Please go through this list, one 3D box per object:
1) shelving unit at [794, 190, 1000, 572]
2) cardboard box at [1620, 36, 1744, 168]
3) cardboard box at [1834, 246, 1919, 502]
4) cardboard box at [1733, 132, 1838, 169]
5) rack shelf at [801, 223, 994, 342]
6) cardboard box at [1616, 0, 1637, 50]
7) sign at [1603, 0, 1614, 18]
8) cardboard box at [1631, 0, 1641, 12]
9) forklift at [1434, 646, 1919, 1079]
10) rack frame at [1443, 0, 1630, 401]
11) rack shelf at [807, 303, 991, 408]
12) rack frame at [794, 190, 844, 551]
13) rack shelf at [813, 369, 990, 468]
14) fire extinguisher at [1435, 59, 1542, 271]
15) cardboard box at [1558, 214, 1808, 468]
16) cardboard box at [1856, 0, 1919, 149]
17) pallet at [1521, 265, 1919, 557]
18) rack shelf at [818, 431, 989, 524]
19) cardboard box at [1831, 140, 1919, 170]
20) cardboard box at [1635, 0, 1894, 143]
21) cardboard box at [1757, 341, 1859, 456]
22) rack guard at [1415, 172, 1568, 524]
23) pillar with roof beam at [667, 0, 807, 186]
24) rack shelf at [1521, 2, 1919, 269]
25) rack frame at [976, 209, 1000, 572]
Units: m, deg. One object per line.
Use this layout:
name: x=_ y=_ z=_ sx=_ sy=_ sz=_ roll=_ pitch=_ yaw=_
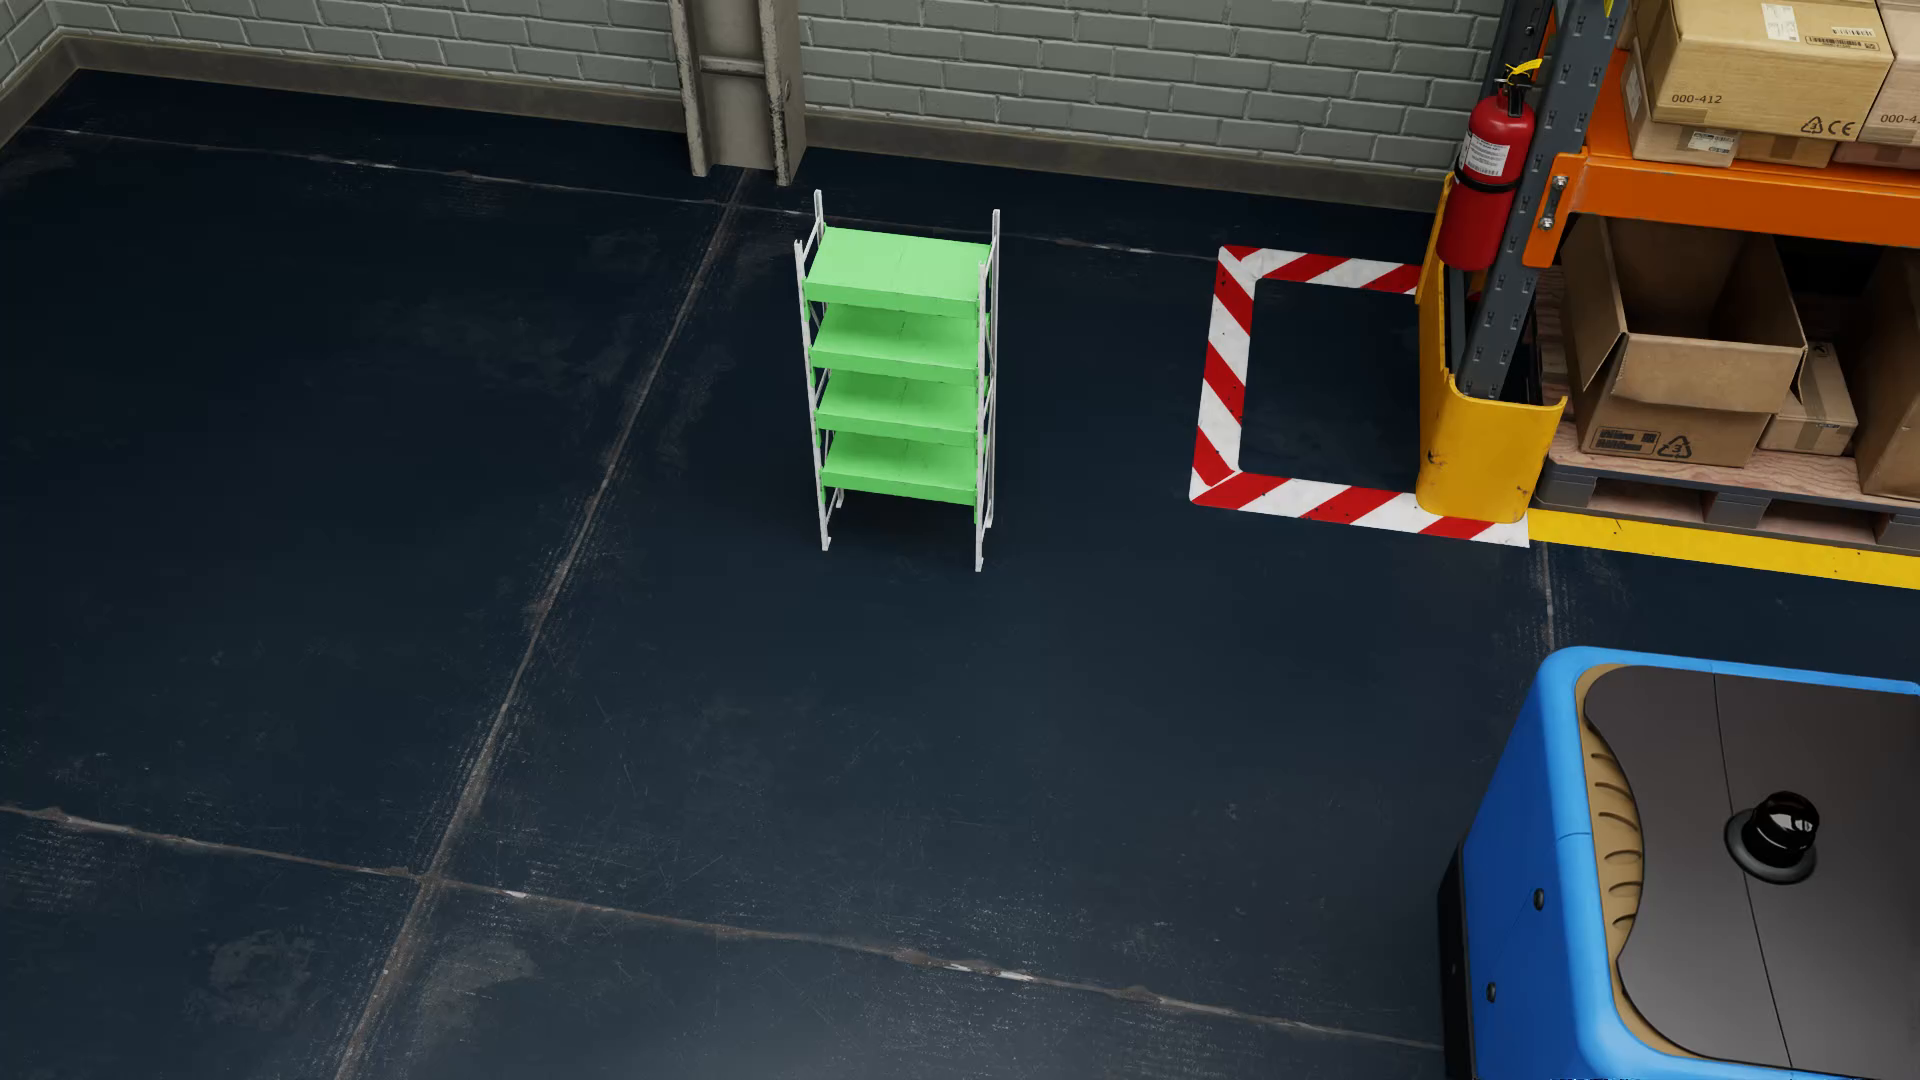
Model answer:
shelving unit: x=-0.163 y=-0.423 z=4.823 sx=0.503 sy=1.200 sz=0.258 roll=8 pitch=49 yaw=7
cardboard box: x=1.935 y=-1.179 z=4.461 sx=0.250 sy=0.149 sz=0.380 roll=7 pitch=48 yaw=7
cardboard box: x=3.080 y=-0.520 z=5.099 sx=0.500 sy=0.500 sz=0.700 roll=9 pitch=49 yaw=8
cardboard box: x=2.194 y=-1.179 z=4.461 sx=0.250 sy=0.149 sz=0.380 roll=9 pitch=49 yaw=8
rack shelf: x=-0.163 y=-0.701 z=4.514 sx=0.480 sy=0.148 sz=0.258 roll=8 pitch=49 yaw=7
cardboard box: x=2.034 y=-1.575 z=4.818 sx=0.250 sy=0.149 sz=0.380 roll=7 pitch=48 yaw=6
sign: x=1.564 y=-1.399 z=3.908 sx=0.005 sy=0.325 sz=0.100 roll=8 pitch=49 yaw=7
cardboard box: x=2.160 y=-1.690 z=4.652 sx=0.500 sy=0.250 sz=0.500 roll=9 pitch=49 yaw=8
forklift: x=2.668 y=0.472 z=2.855 sx=3.031 sy=2.935 sz=1.130 roll=6 pitch=48 yaw=5
rack frame: x=1.661 y=-1.507 z=4.587 sx=0.127 sy=3.000 sz=1.000 roll=8 pitch=49 yaw=7
rack shelf: x=-0.163 y=-0.541 z=4.692 sx=0.480 sy=0.148 sz=0.258 roll=8 pitch=49 yaw=7
rack frame: x=-0.403 y=-0.455 z=4.852 sx=0.015 sy=1.200 sz=0.240 roll=8 pitch=49 yaw=7
rack shelf: x=-0.163 y=-0.380 z=4.871 sx=0.480 sy=0.148 sz=0.258 roll=8 pitch=49 yaw=7
fire extinguisher: x=1.434 y=-1.037 z=4.468 sx=0.183 sy=0.674 sz=0.296 roll=8 pitch=49 yaw=7
cardboard box: x=2.246 y=-0.663 z=5.225 sx=0.637 sy=0.503 sz=0.797 roll=6 pitch=48 yaw=5
cardboard box: x=2.555 y=-1.232 z=4.242 sx=0.500 sy=0.250 sz=0.500 roll=8 pitch=49 yaw=7
pallet: x=2.520 y=-0.460 z=5.522 sx=1.213 sy=0.211 sz=1.003 roll=8 pitch=49 yaw=7
rack shelf: x=-0.163 y=-0.220 z=5.049 sx=0.480 sy=0.148 sz=0.258 roll=8 pitch=49 yaw=7
cardboard box: x=2.458 y=-1.169 z=4.453 sx=0.250 sy=0.149 sz=0.380 roll=7 pitch=48 yaw=6
cardboard box: x=2.059 y=-1.299 z=4.301 sx=0.500 sy=0.250 sz=0.500 roll=8 pitch=49 yaw=7
cardboard box: x=2.657 y=-0.459 z=5.280 sx=0.250 sy=0.149 sz=0.380 roll=6 pitch=48 yaw=5
rack guard: x=1.735 y=-0.661 z=5.508 sx=0.348 sy=0.500 sz=1.175 roll=8 pitch=49 yaw=7
pillar with roof beam: x=-1.598 y=-1.377 z=0.438 sx=0.400 sy=9.000 sz=9.100 roll=8 pitch=49 yaw=7
rack shelf: x=3.629 y=-1.002 z=4.617 sx=4.000 sy=0.370 sz=1.077 roll=8 pitch=49 yaw=7
rack frame: x=0.077 y=-0.391 z=4.794 sx=0.015 sy=1.200 sz=0.240 roll=8 pitch=49 yaw=7
